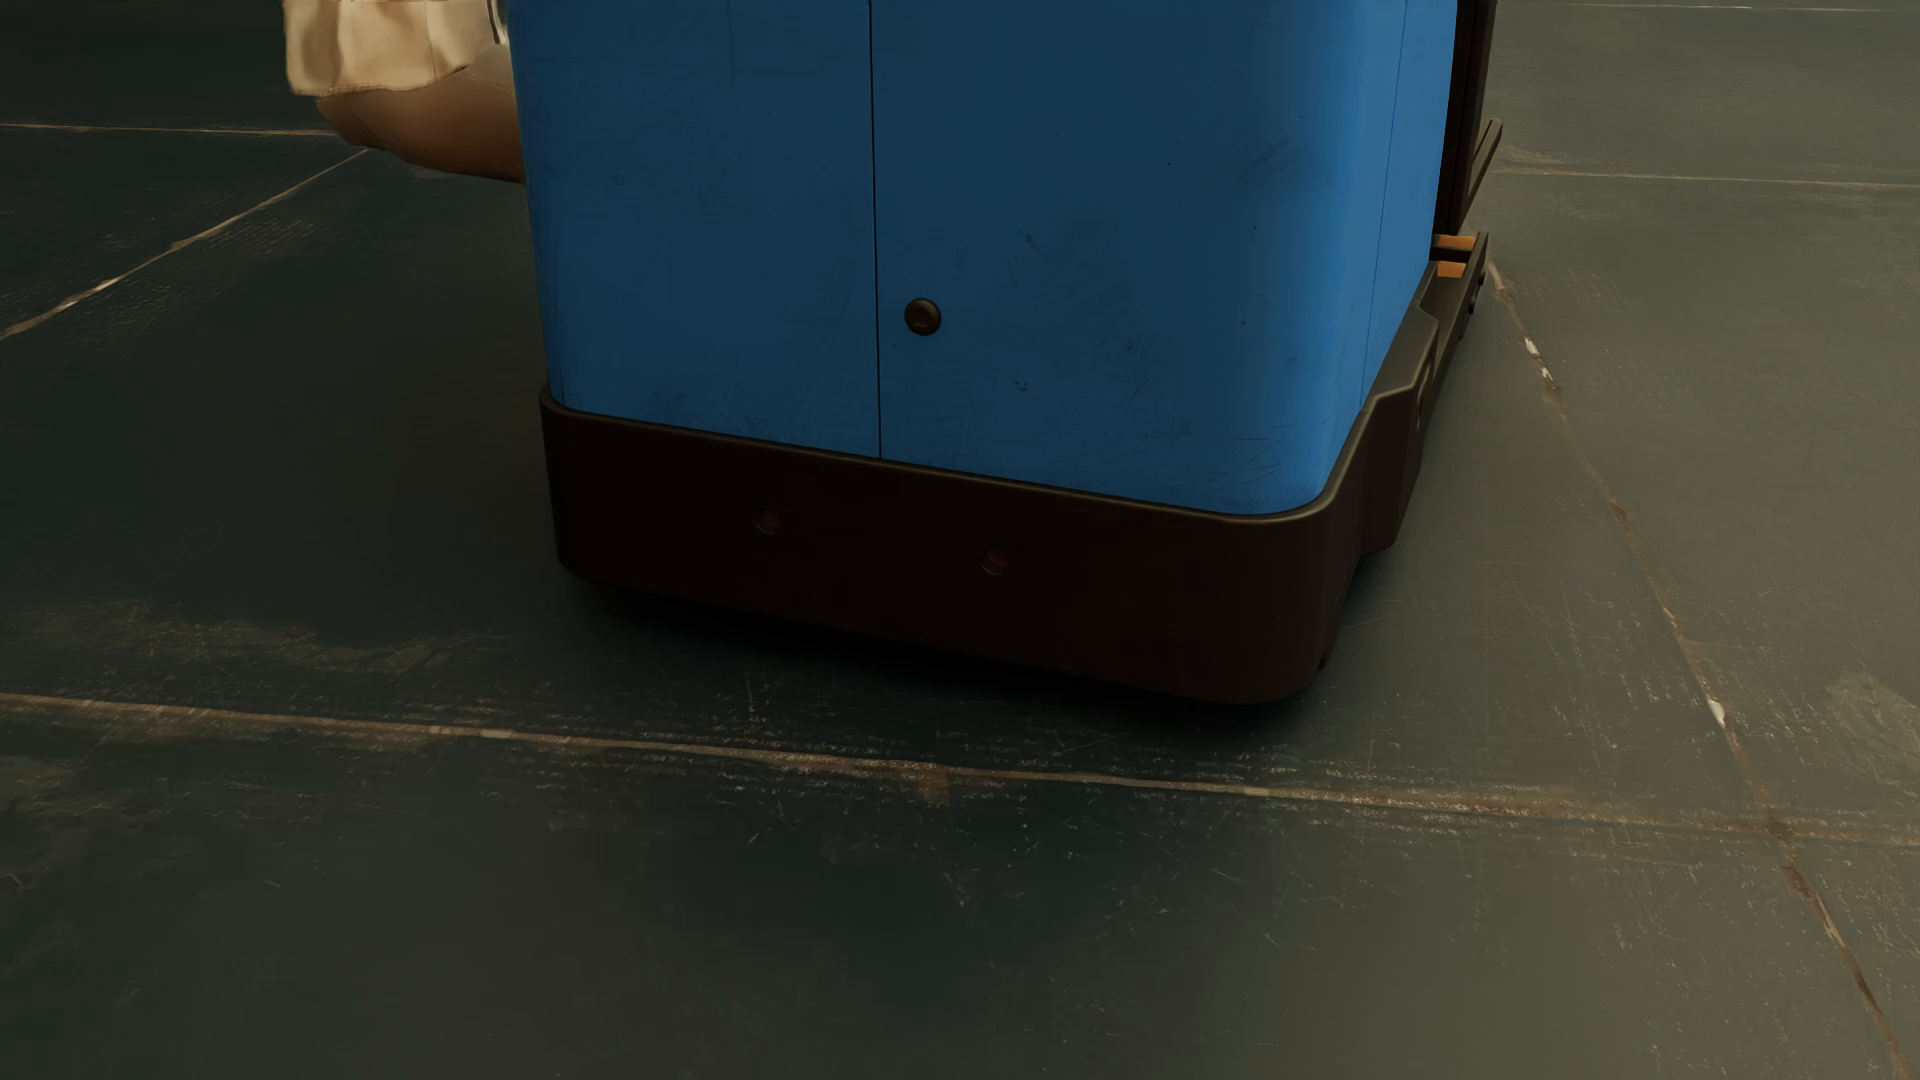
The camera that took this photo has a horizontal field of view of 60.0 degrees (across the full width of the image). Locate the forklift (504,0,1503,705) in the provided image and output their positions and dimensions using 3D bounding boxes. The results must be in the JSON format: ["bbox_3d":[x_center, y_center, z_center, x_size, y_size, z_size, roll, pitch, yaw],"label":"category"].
[{"bbox_3d":[0.449,-1.754,2.732,1.130,2.935,3.031,10,28,19],"label":"forklift"}]

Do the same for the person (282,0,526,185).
[{"bbox_3d":[-0.800,-0.856,2.759,0.691,1.356,1.322,-22,34,-37],"label":"person"}]
